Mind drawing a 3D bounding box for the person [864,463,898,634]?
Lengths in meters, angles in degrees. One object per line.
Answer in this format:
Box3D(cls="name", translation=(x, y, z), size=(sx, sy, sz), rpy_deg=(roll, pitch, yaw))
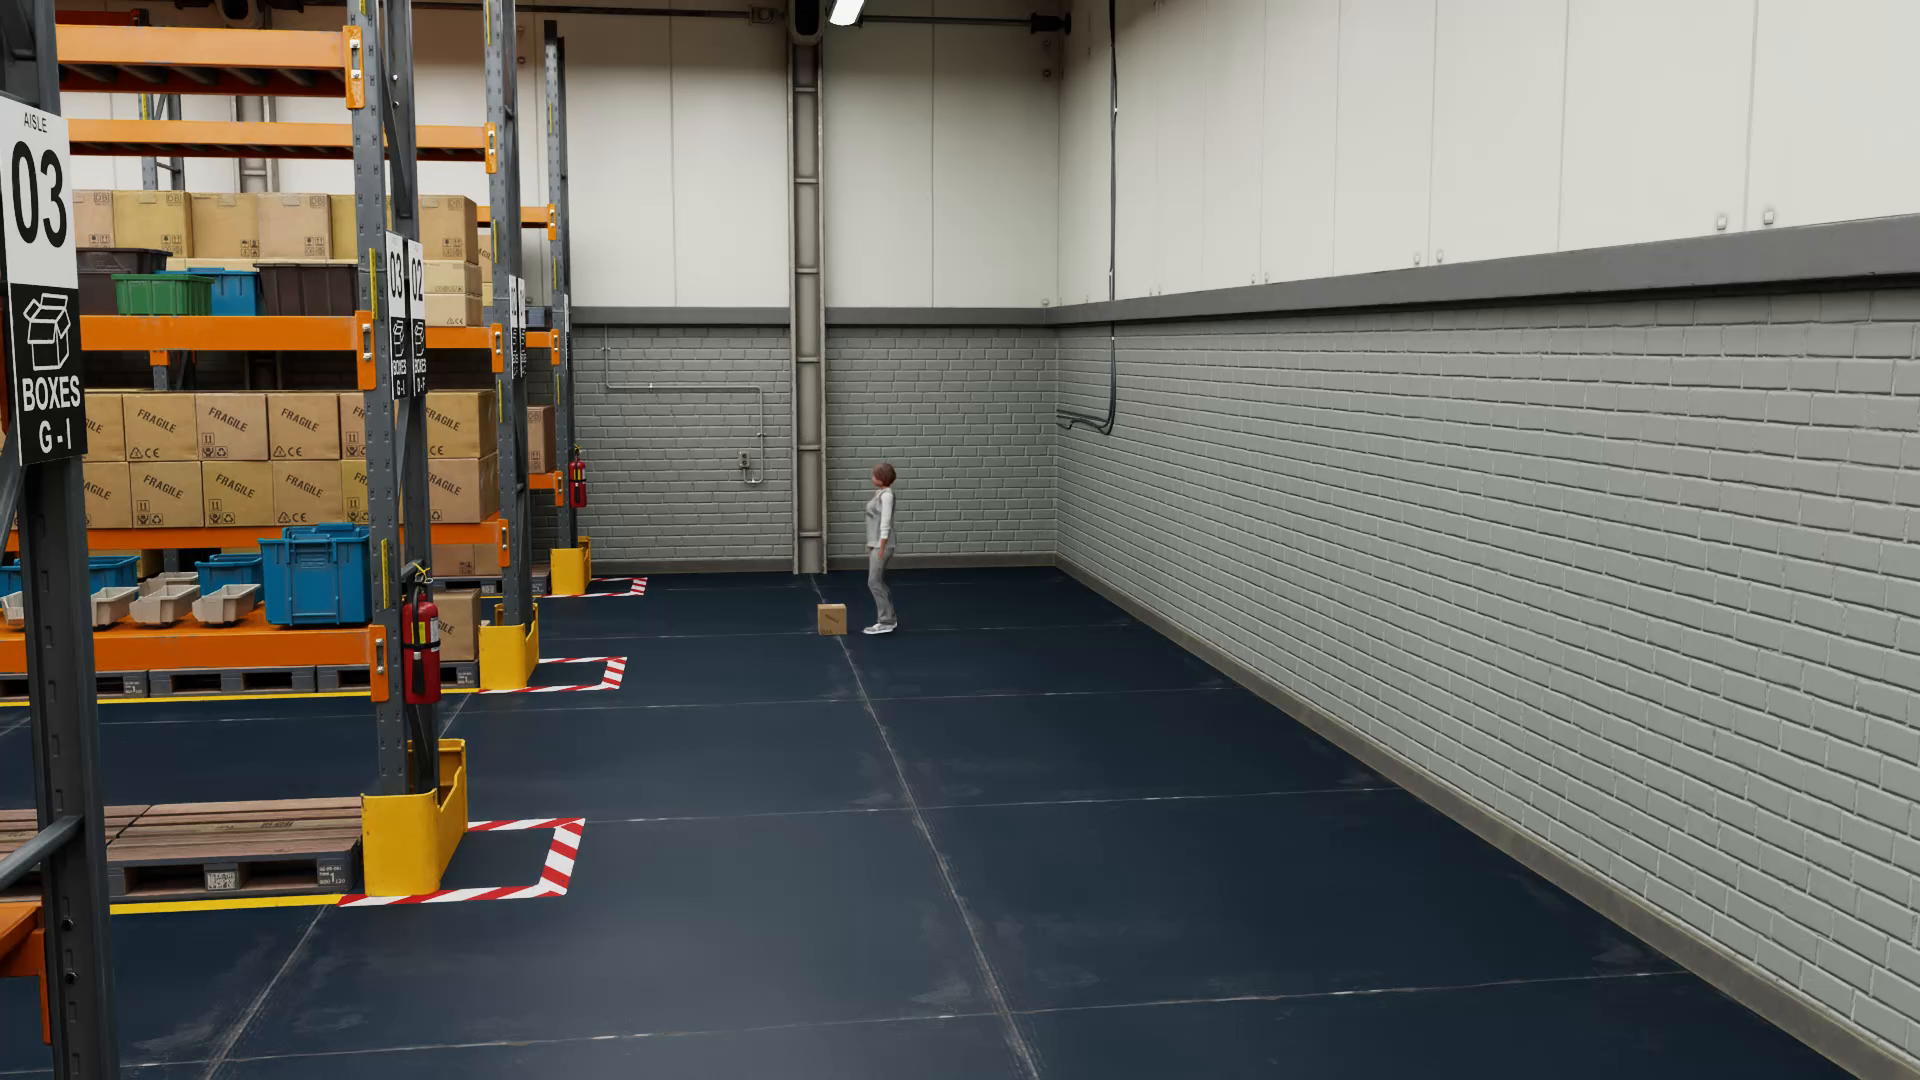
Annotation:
Box3D(cls="person", translation=(-0.740, 0.090, 15.457), size=(0.331, 1.624, 0.409), rpy_deg=(-1, 7, -7))
